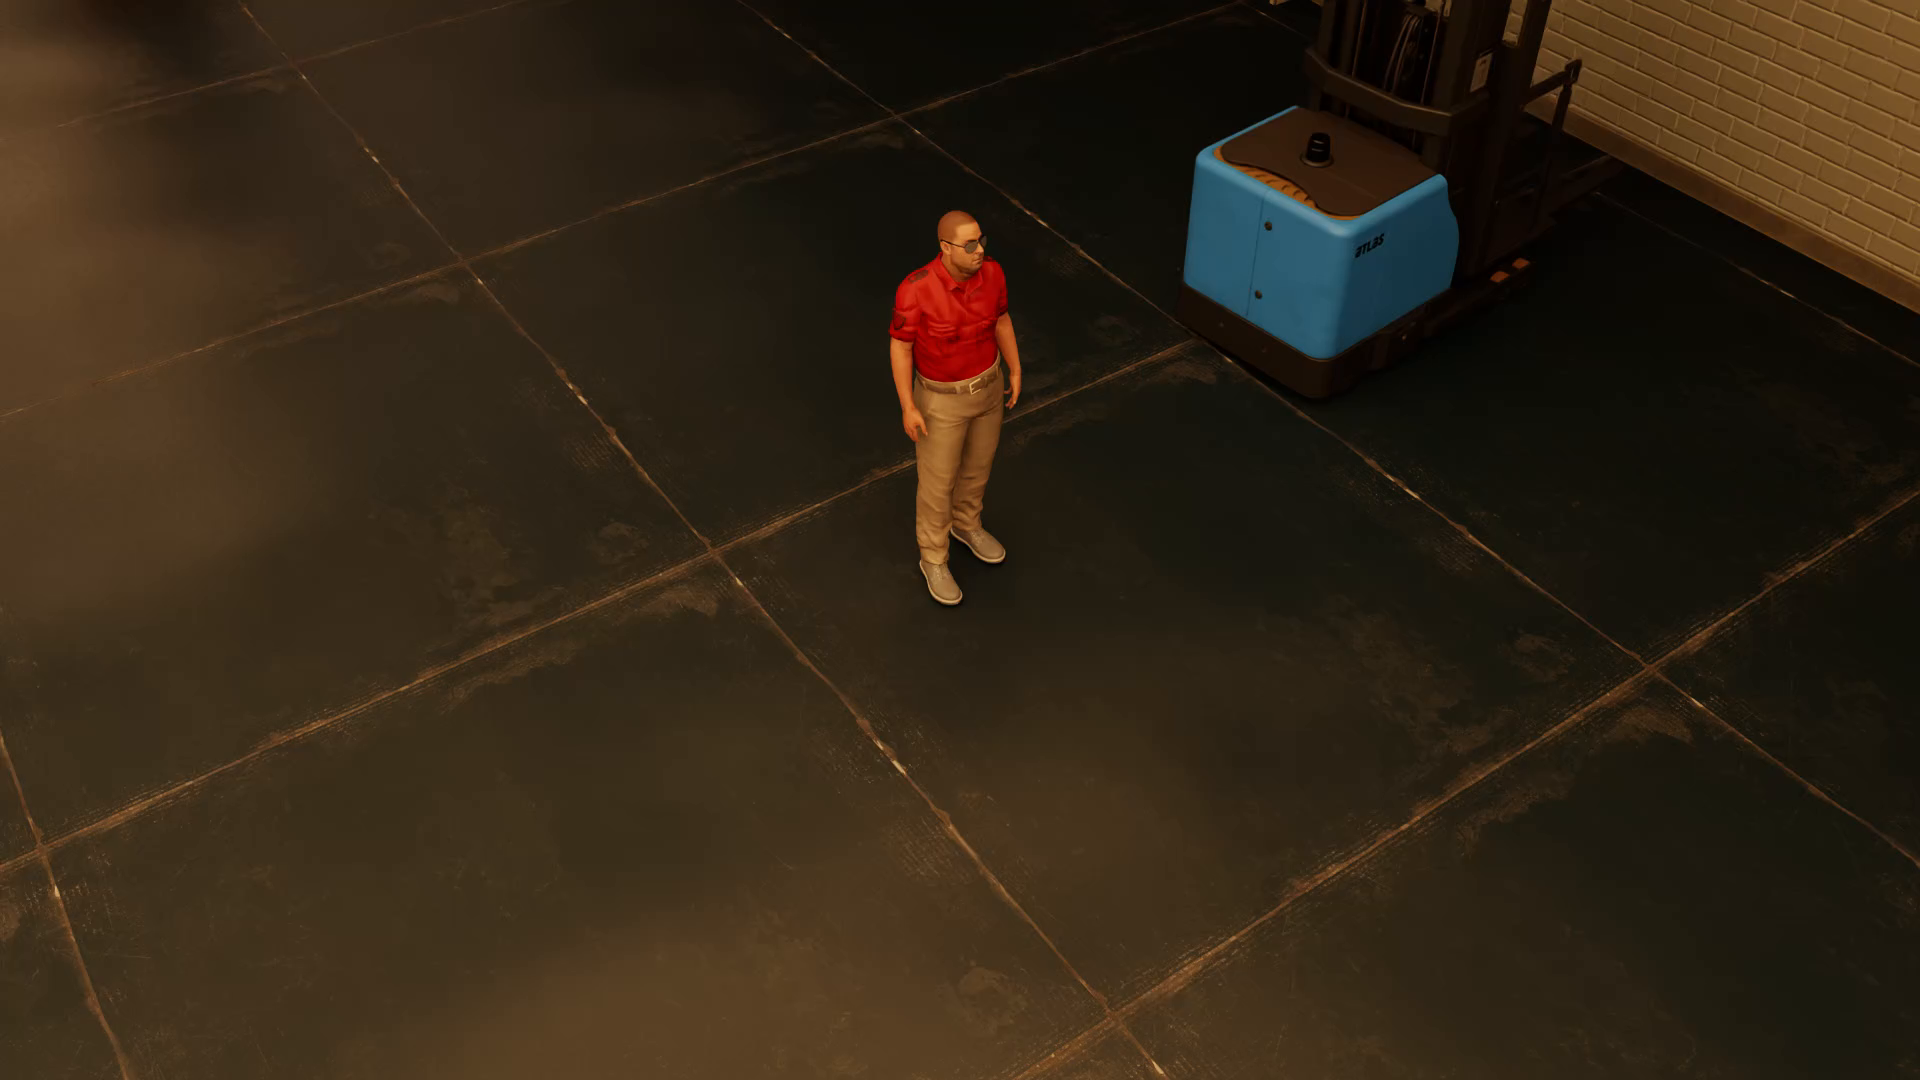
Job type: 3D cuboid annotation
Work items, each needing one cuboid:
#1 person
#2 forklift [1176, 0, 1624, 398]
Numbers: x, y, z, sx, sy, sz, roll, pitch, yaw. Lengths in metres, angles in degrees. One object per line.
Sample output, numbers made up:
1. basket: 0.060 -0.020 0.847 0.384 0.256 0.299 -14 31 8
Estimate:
1. person: 0.042 -0.587 7.228 0.642 1.727 0.550 -25 48 -25
2. forklift: 2.628 -2.663 8.605 3.031 2.935 1.130 -30 51 -29
